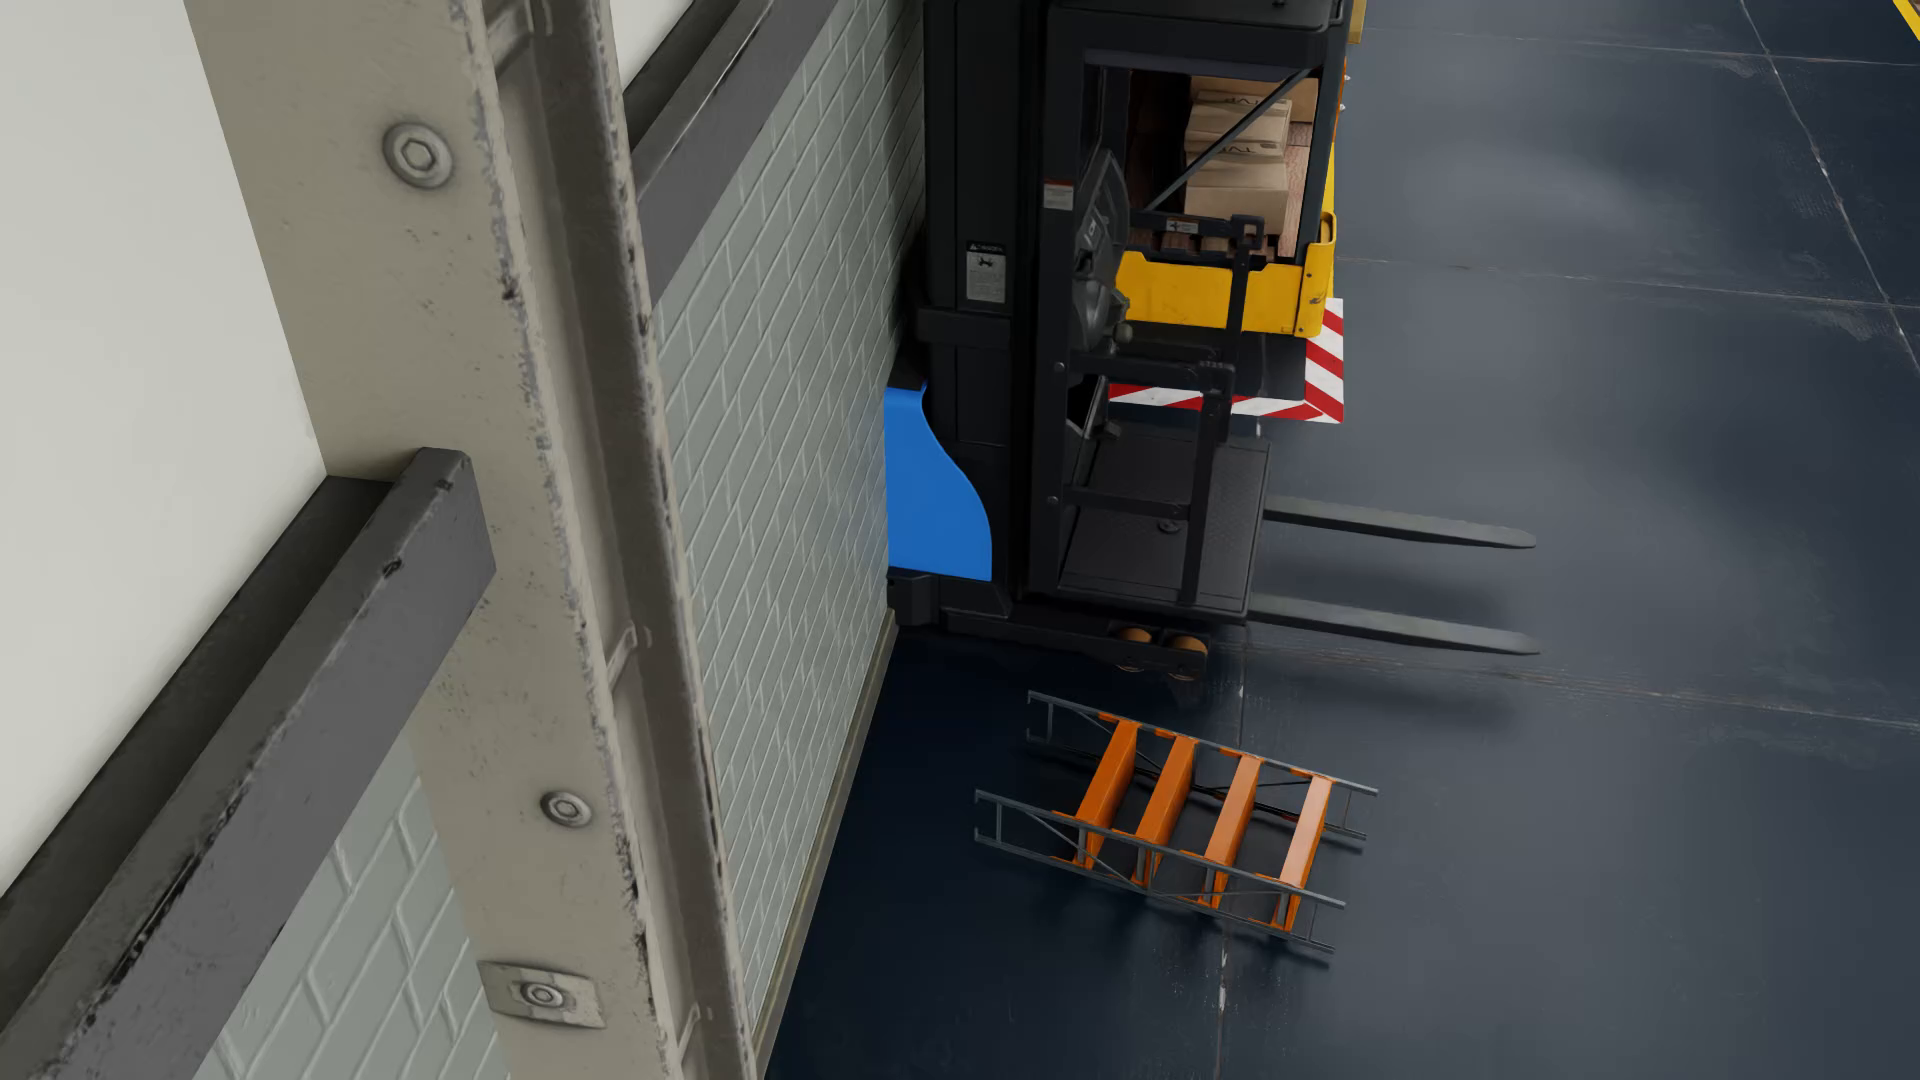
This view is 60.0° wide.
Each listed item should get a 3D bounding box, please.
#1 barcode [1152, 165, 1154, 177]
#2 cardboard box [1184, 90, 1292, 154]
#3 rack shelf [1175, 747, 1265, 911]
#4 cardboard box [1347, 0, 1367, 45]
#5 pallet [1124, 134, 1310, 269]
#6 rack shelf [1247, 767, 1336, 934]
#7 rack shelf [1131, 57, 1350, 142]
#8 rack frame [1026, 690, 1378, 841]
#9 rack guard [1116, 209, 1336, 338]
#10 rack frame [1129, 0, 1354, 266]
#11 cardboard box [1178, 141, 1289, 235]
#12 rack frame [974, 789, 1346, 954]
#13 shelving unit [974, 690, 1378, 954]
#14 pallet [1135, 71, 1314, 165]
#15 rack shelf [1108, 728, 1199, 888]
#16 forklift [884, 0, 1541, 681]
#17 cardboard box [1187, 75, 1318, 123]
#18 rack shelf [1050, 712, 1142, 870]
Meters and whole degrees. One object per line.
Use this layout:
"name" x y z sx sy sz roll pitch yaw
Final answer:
"barcode" 0.972 -1.853 8.395 0.001 0.075 0.075 6 40 8
"cardboard box" 1.462 -2.152 8.764 0.500 0.311 0.500 10 41 11
"rack shelf" 0.842 0.937 5.385 0.148 0.258 0.480 15 42 17
"cardboard box" 1.552 -2.458 7.470 0.500 0.250 0.500 5 40 6
"pallet" 1.343 -1.715 8.659 1.003 0.211 1.213 6 40 8
"rack shelf" 1.060 0.994 5.316 0.148 0.258 0.480 15 42 17
"rack shelf" 1.501 -3.214 8.848 1.077 0.370 4.000 6 40 8
"rack frame" 0.789 0.756 5.605 1.200 0.240 0.015 15 42 17
"rack guard" 1.168 -1.321 7.955 1.175 0.500 0.348 6 40 8
"rack frame" 1.155 -2.236 7.101 1.000 3.000 0.127 6 40 8
"cardboard box" 1.363 -1.794 8.331 0.500 0.311 0.500 2 40 3
"rack frame" 0.604 1.043 5.257 1.200 0.240 0.015 15 42 17
"shelving unit" 0.697 0.900 5.431 1.200 0.258 0.503 15 42 17
"pallet" 1.557 -2.479 9.583 1.003 0.211 1.213 6 40 8
"rack shelf" 0.635 0.883 5.451 0.148 0.258 0.480 15 42 17
"forklift" 0.671 -0.986 5.643 3.031 2.935 1.130 9 40 10
"cardboard box" 1.638 -2.680 9.253 0.700 0.500 0.500 4 40 5
"rack shelf" 0.451 0.835 5.509 0.148 0.258 0.480 15 42 17
